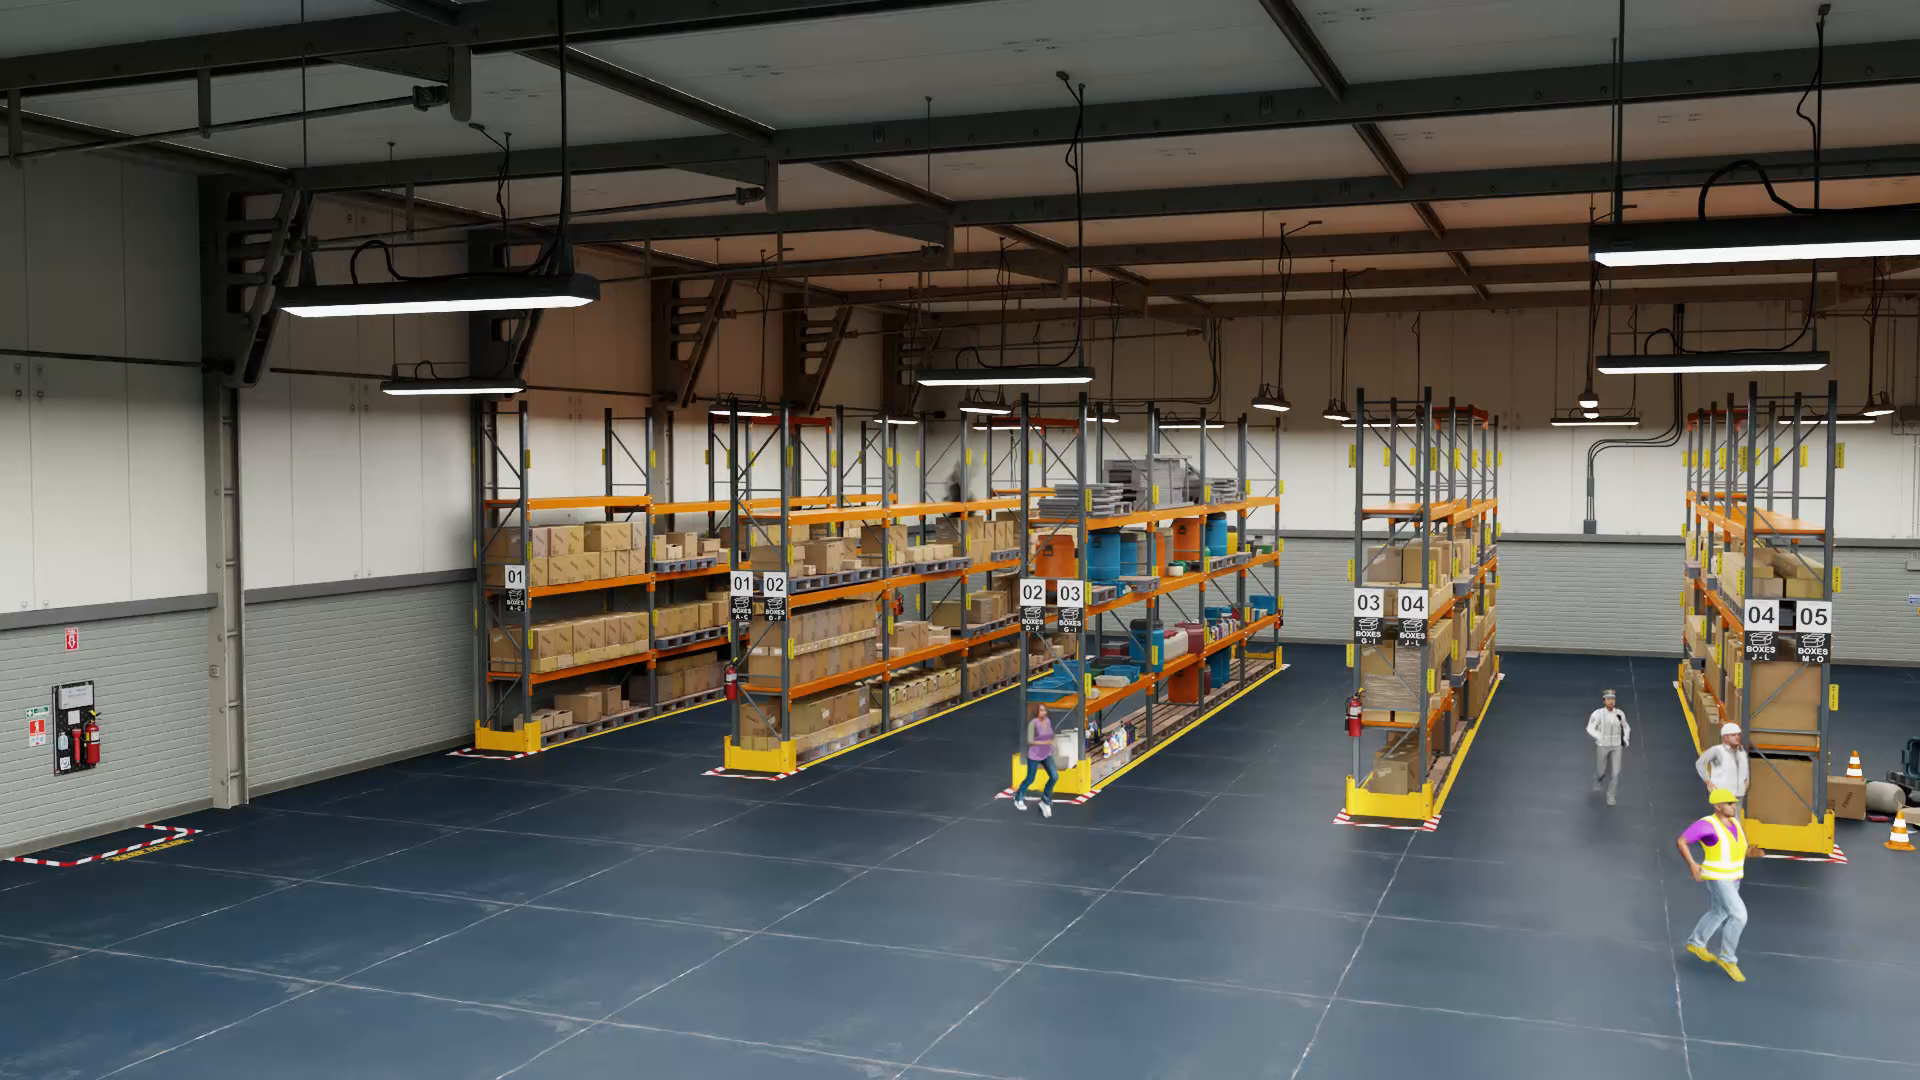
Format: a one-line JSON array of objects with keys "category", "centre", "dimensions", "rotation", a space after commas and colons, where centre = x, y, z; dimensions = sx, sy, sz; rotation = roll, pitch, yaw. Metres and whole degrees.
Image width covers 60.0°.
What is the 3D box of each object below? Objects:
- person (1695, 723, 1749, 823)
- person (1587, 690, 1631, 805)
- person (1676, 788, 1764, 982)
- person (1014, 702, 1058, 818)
[{"category": "person", "centre": [9.472, 3.125, 20.529], "dimensions": [0.649, 1.742, 0.600], "rotation": [-1, 3, -16]}, {"category": "person", "centre": [9.458, 3.000, 24.222], "dimensions": [0.621, 1.639, 0.674], "rotation": [0, 3, 9]}, {"category": "person", "centre": [7.428, 3.328, 16.201], "dimensions": [0.677, 1.816, 0.765], "rotation": [-2, 3, -37]}, {"category": "person", "centre": [1.115, 3.070, 23.309], "dimensions": [0.549, 1.618, 0.823], "rotation": [-2, 3, -34]}]
